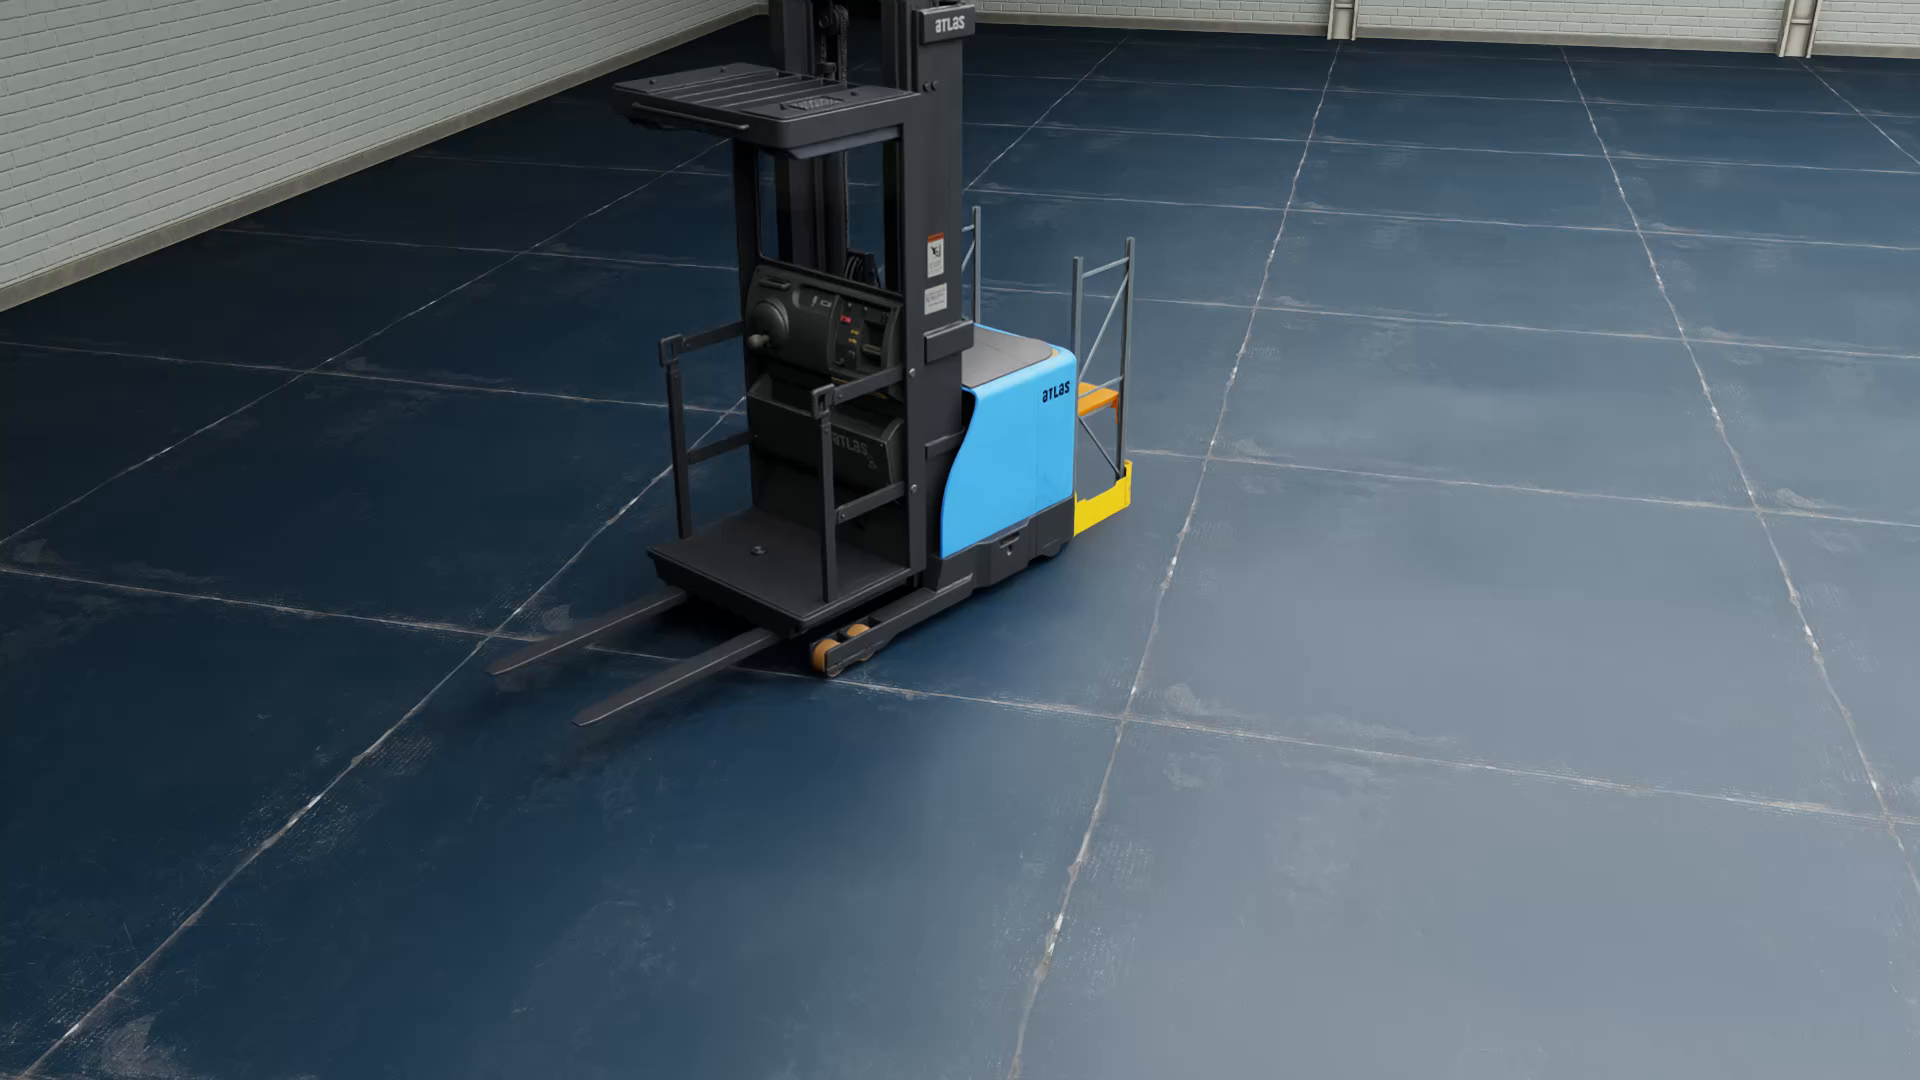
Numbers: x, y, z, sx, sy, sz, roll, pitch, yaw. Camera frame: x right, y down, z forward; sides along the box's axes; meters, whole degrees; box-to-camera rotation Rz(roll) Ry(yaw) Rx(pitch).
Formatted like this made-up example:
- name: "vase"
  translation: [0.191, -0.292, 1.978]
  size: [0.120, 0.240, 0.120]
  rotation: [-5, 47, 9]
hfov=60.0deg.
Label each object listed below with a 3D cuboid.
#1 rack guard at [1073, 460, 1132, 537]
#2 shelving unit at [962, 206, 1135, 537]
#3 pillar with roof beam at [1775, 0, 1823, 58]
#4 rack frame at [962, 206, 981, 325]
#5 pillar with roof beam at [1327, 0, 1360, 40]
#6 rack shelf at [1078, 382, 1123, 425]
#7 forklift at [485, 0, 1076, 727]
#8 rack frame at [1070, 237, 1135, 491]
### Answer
- name: "rack guard"
  translation: [0.725, -0.224, 8.930]
  size: [0.087, 0.250, 0.587]
  rotation: [20, 32, 35]
- name: "shelving unit"
  translation: [0.341, -0.925, 8.948]
  size: [1.083, 1.500, 0.587]
  rotation: [20, 32, 35]
- name: "pillar with roof beam"
  translation: [10.223, -8.846, 16.863]
  size: [0.400, 9.000, 9.100]
  rotation: [6, 26, 13]
- name: "rack frame"
  translation: [-0.058, -1.067, 9.246]
  size: [0.032, 1.500, 0.500]
  rotation: [20, 32, 35]
- name: "pillar with roof beam"
  translation: [4.412, -9.489, 18.212]
  size: [0.400, 9.000, 9.100]
  rotation: [6, 26, 13]
- name: "rack shelf"
  translation: [0.334, -0.765, 9.030]
  size: [1.000, 0.185, 0.538]
  rotation: [20, 32, 35]
- name: "forklift"
  translation: [-0.765, -0.956, 7.348]
  size: [1.130, 2.935, 3.031]
  rotation: [21, 33, 37]
- name: "rack frame"
  translation: [0.726, -0.788, 8.661]
  size: [0.032, 1.500, 0.500]
  rotation: [20, 32, 35]
